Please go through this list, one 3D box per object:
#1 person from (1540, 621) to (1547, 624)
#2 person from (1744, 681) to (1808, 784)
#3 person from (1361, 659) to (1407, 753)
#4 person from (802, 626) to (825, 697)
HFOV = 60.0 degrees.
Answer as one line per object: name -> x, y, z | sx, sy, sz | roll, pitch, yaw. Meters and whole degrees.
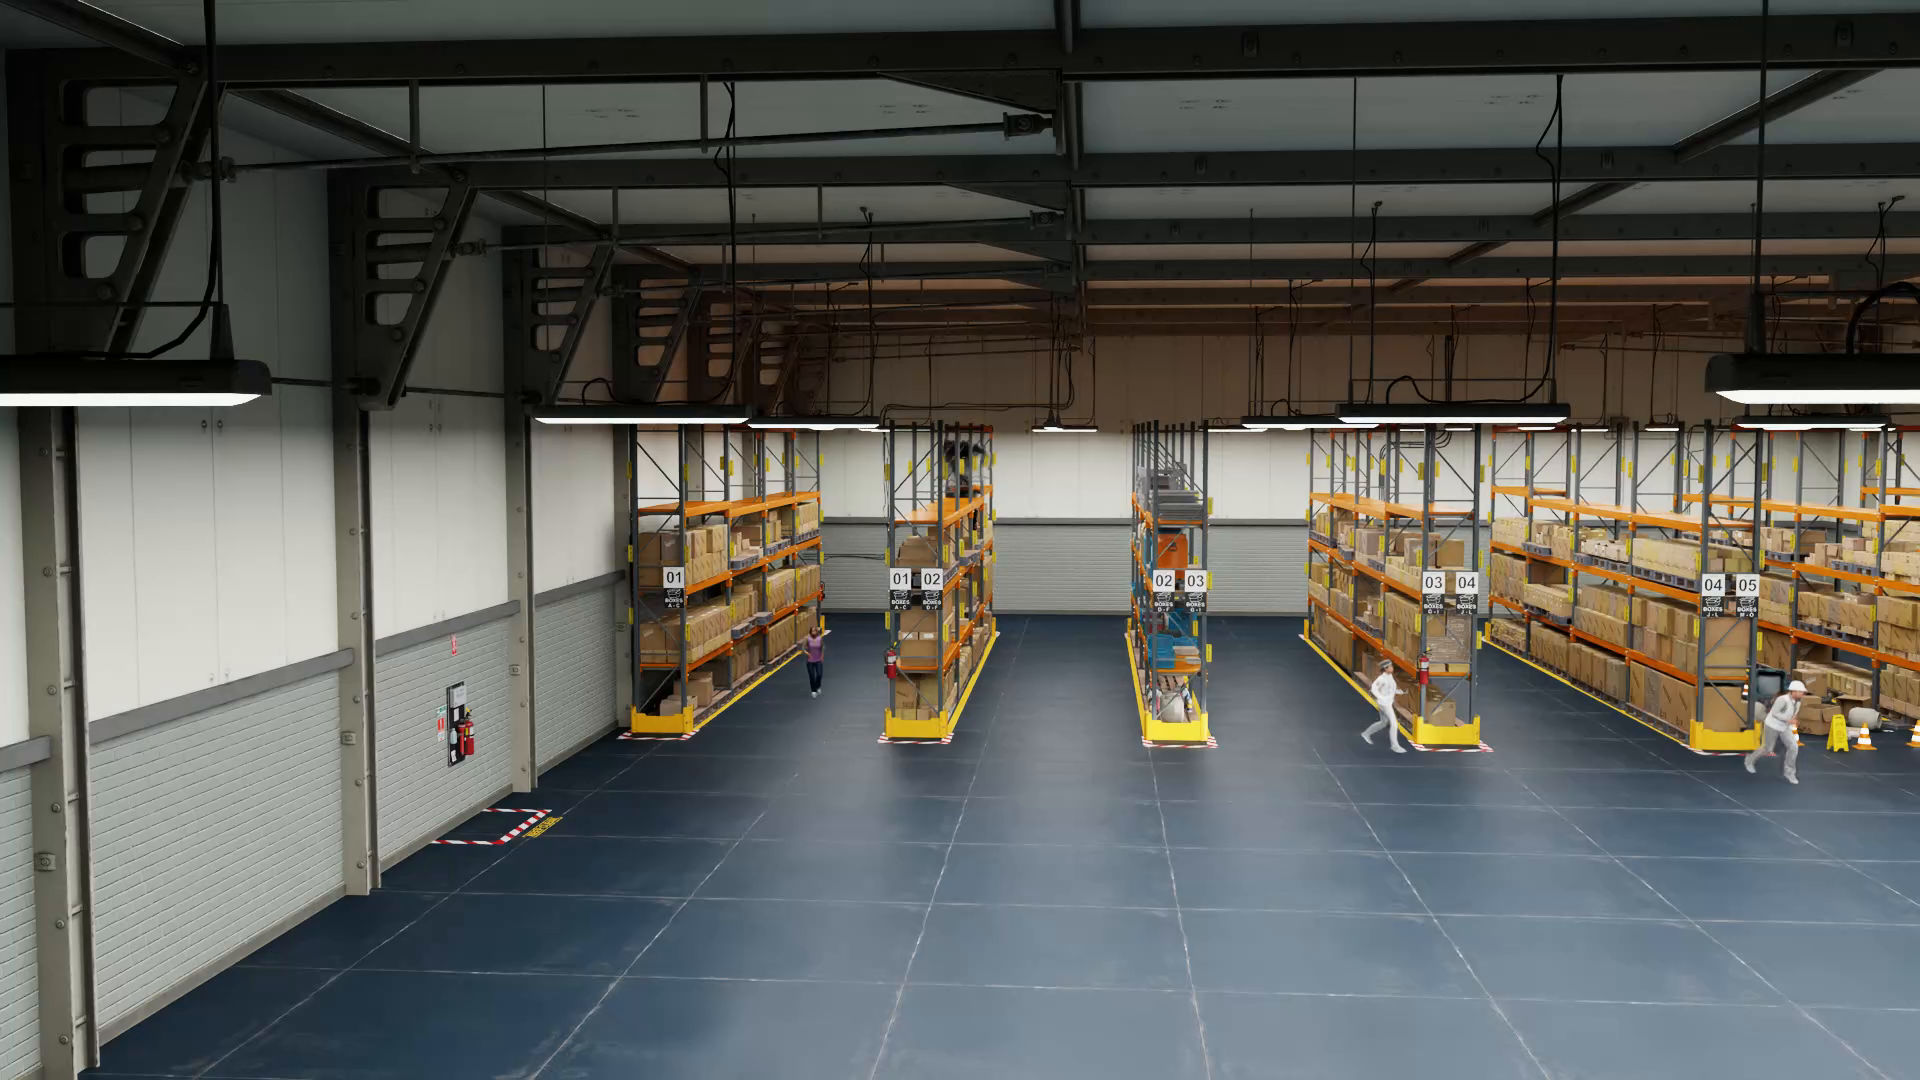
person -> 16.550, 1.913, 46.576 | 0.779, 1.729, 0.634 | -3, 5, -39
person -> 13.543, 3.156, 27.615 | 0.683, 1.733, 1.044 | -2, 4, -34
person -> 7.650, 2.982, 30.046 | 0.826, 1.710, 0.626 | 2, 4, 26
person -> -3.169, 2.649, 36.109 | 0.538, 1.564, 0.576 | -1, 4, -11
